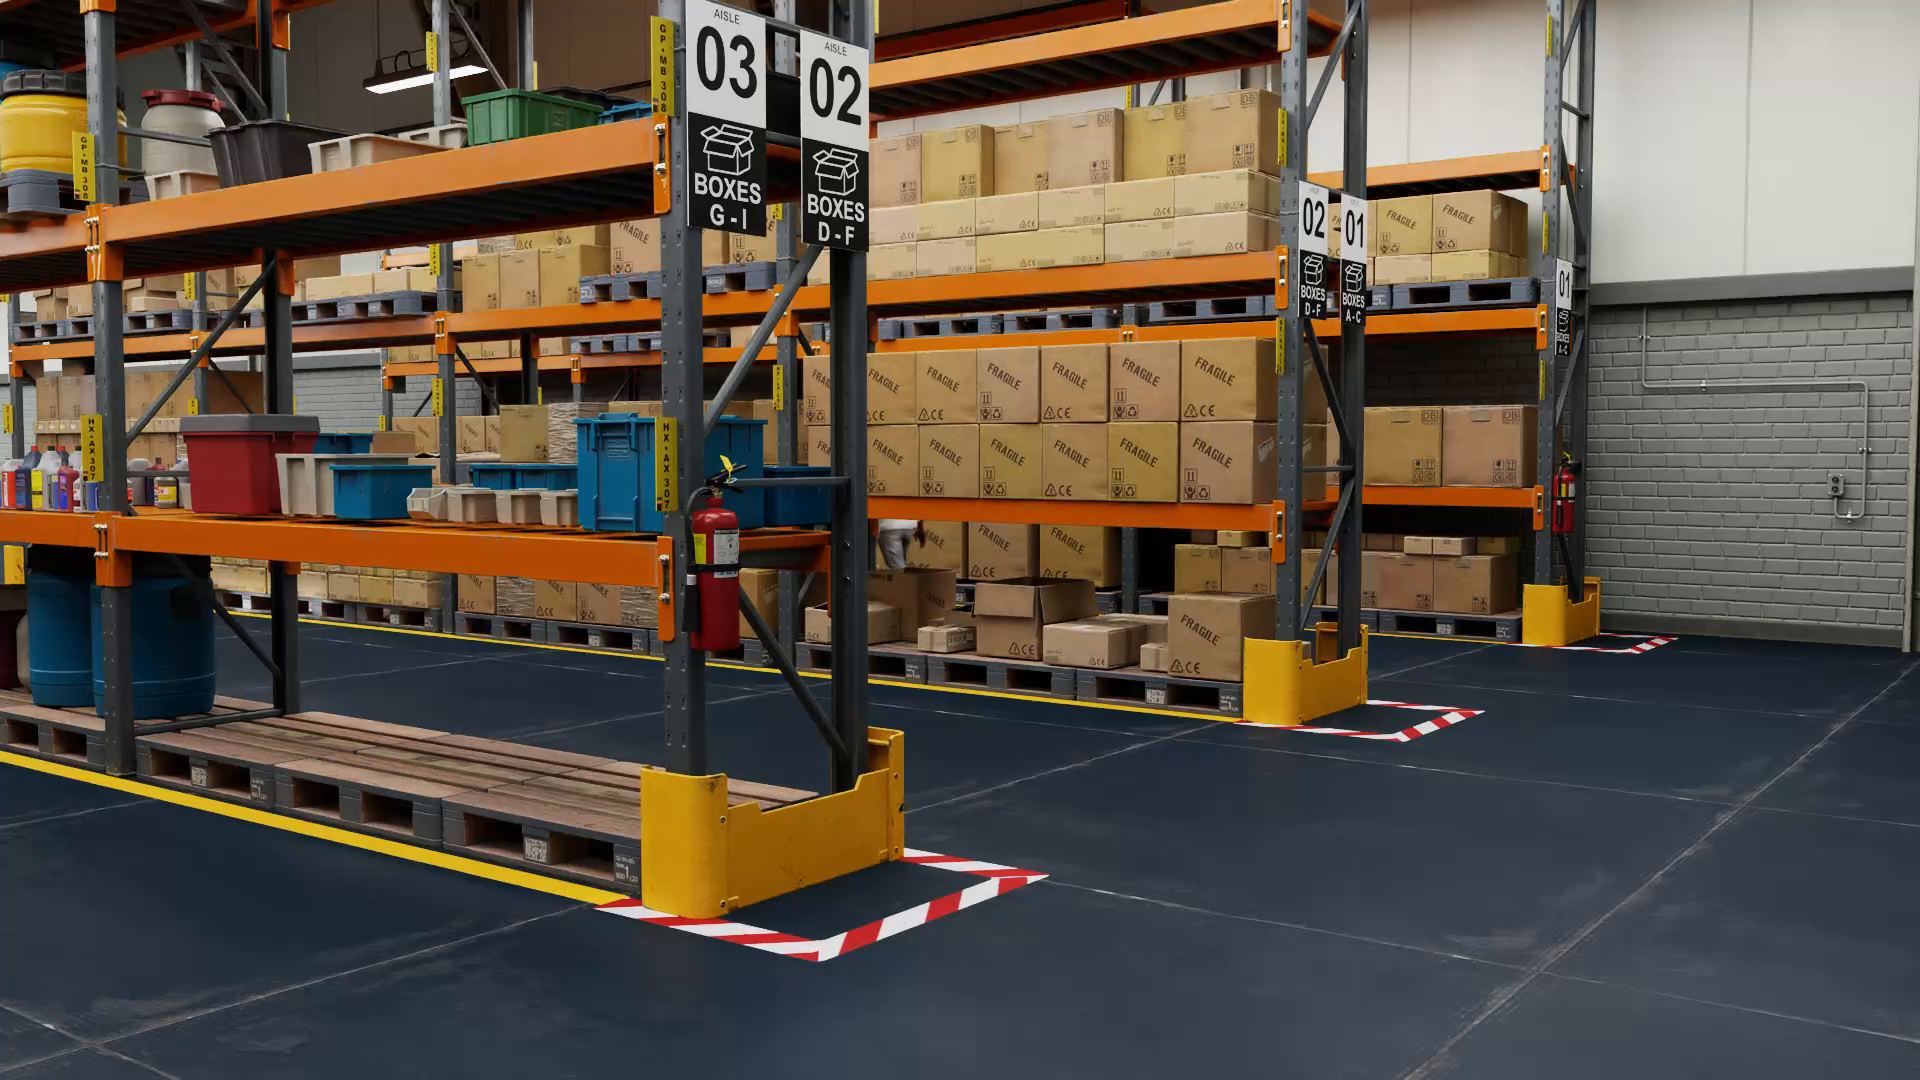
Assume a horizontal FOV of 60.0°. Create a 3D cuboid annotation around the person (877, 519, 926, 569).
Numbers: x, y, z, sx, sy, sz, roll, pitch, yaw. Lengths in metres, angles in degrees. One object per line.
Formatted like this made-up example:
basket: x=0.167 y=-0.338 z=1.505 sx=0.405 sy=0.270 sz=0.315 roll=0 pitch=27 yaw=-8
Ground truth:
person: x=-0.647 y=-0.100 z=15.782 sx=0.601 sy=1.728 sz=0.951 roll=-2 pitch=4 yaw=-38
